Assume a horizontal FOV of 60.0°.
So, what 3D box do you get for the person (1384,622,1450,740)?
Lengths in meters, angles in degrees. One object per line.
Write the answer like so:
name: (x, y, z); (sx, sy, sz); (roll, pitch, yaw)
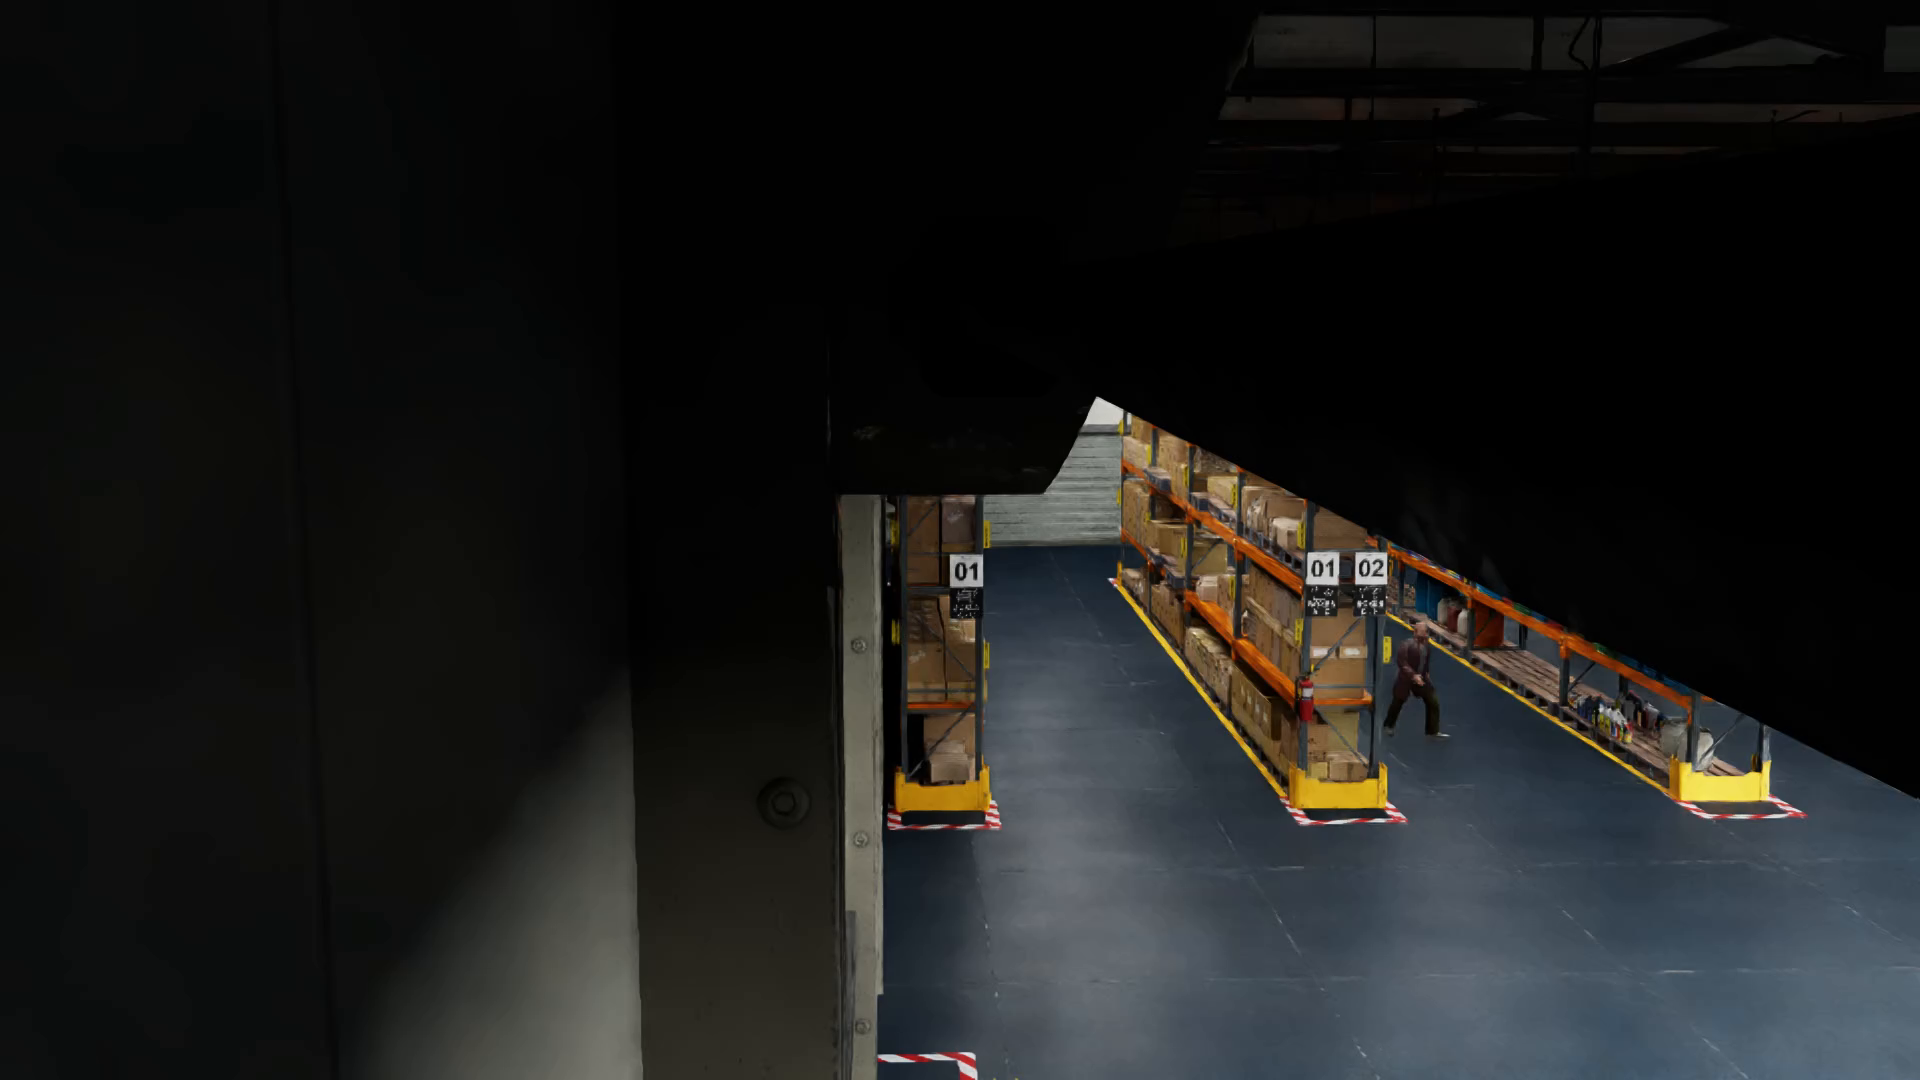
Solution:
person: (6.468, 1.986, 23.730); (0.726, 1.715, 0.885); (-3, 9, -20)
